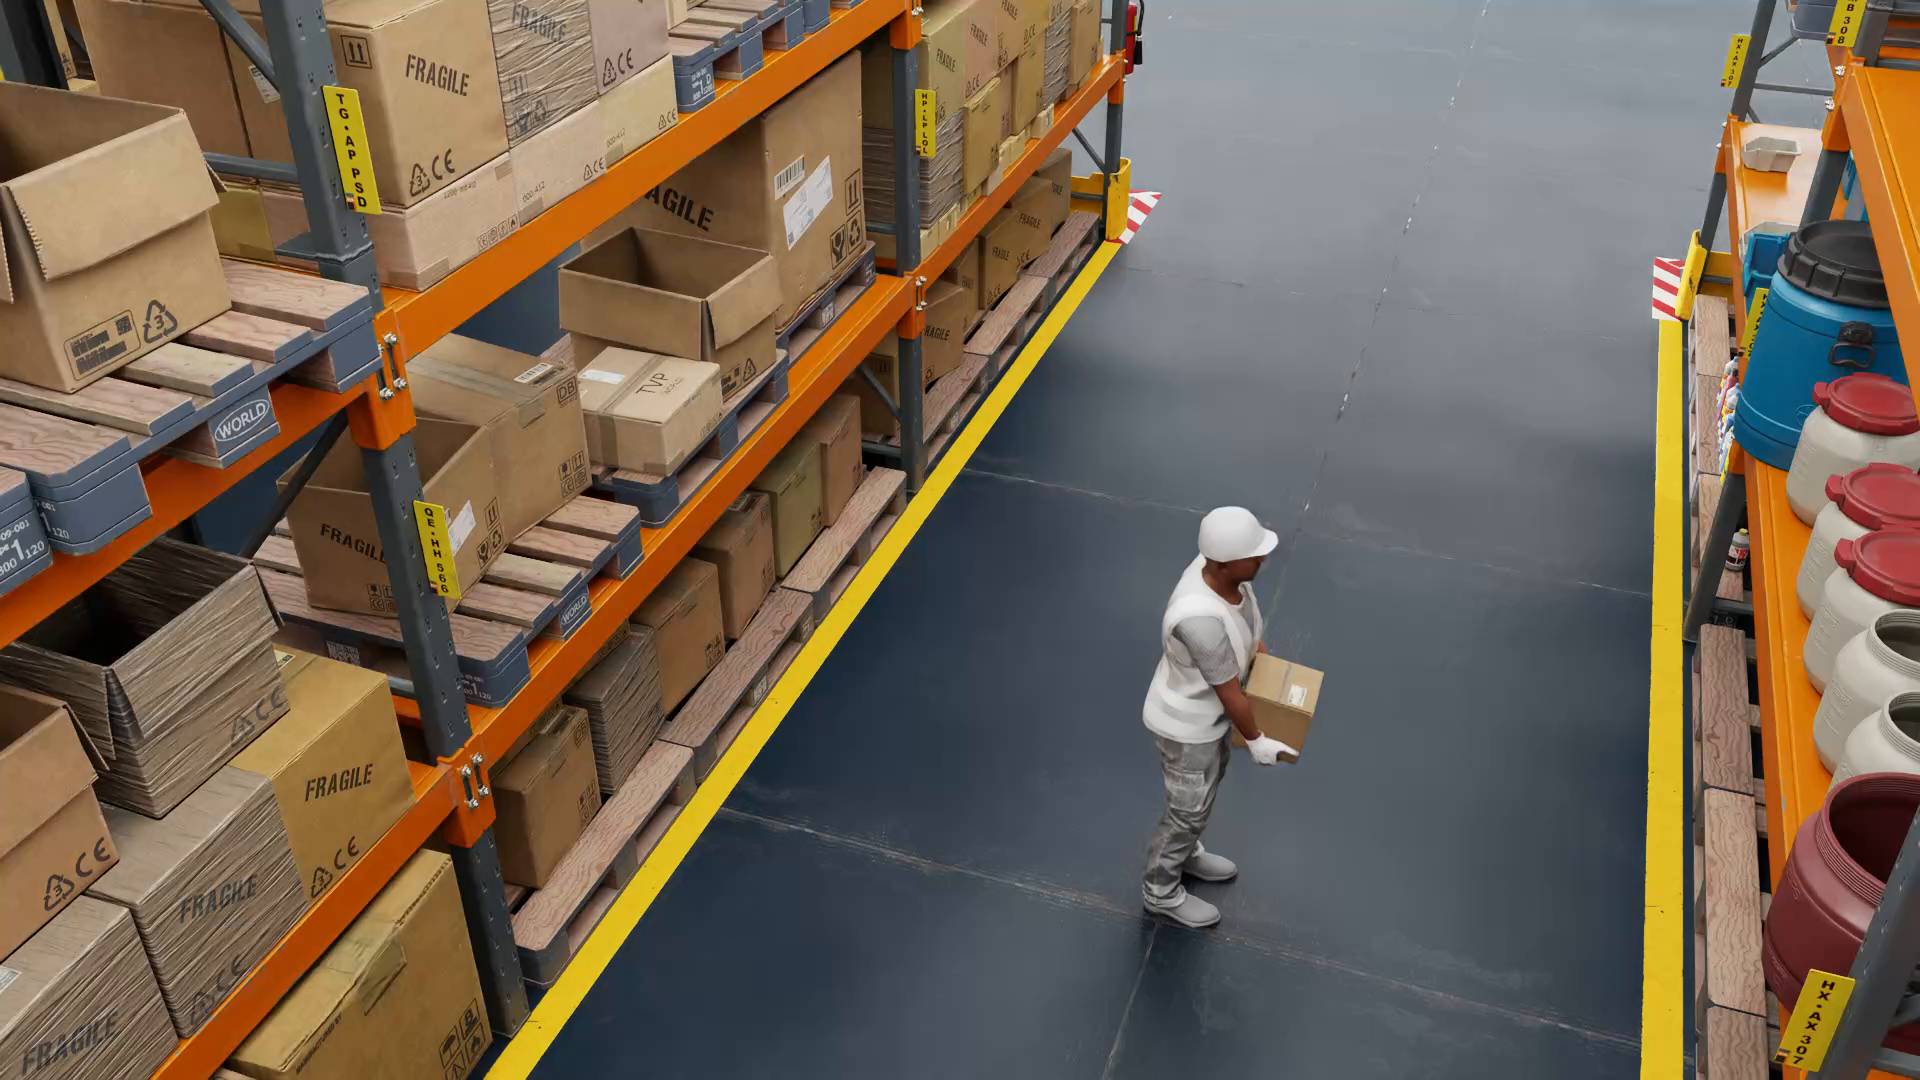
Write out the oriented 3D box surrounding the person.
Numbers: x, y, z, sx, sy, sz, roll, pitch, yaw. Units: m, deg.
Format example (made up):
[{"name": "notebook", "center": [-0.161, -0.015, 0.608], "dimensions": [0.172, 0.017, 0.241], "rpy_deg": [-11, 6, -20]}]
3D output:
[{"name": "person", "center": [0.975, 0.652, 6.119], "dimensions": [0.587, 1.778, 0.491], "rpy_deg": [11, 34, 16]}]
